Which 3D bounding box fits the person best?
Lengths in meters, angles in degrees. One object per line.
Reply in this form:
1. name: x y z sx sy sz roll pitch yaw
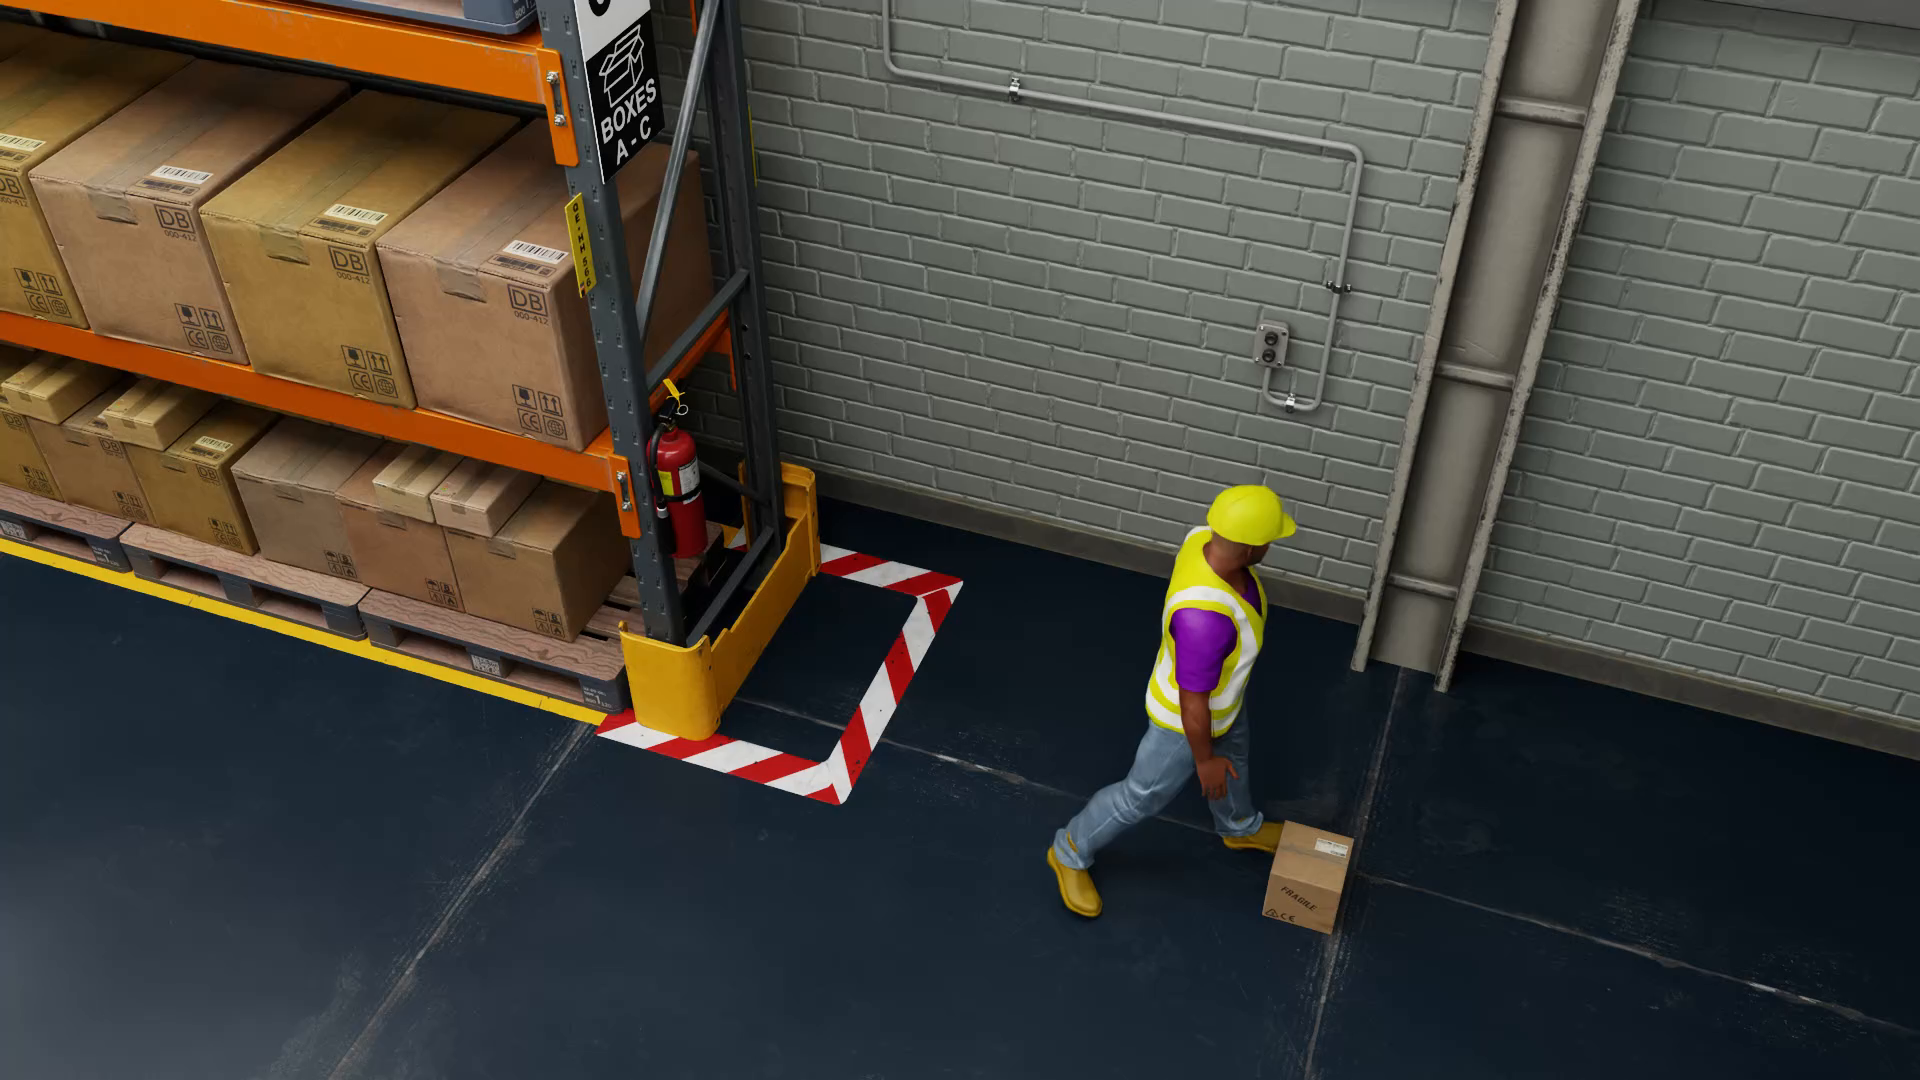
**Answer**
1. person: 0.783 0.547 5.527 0.883 1.751 0.684 12 43 14
